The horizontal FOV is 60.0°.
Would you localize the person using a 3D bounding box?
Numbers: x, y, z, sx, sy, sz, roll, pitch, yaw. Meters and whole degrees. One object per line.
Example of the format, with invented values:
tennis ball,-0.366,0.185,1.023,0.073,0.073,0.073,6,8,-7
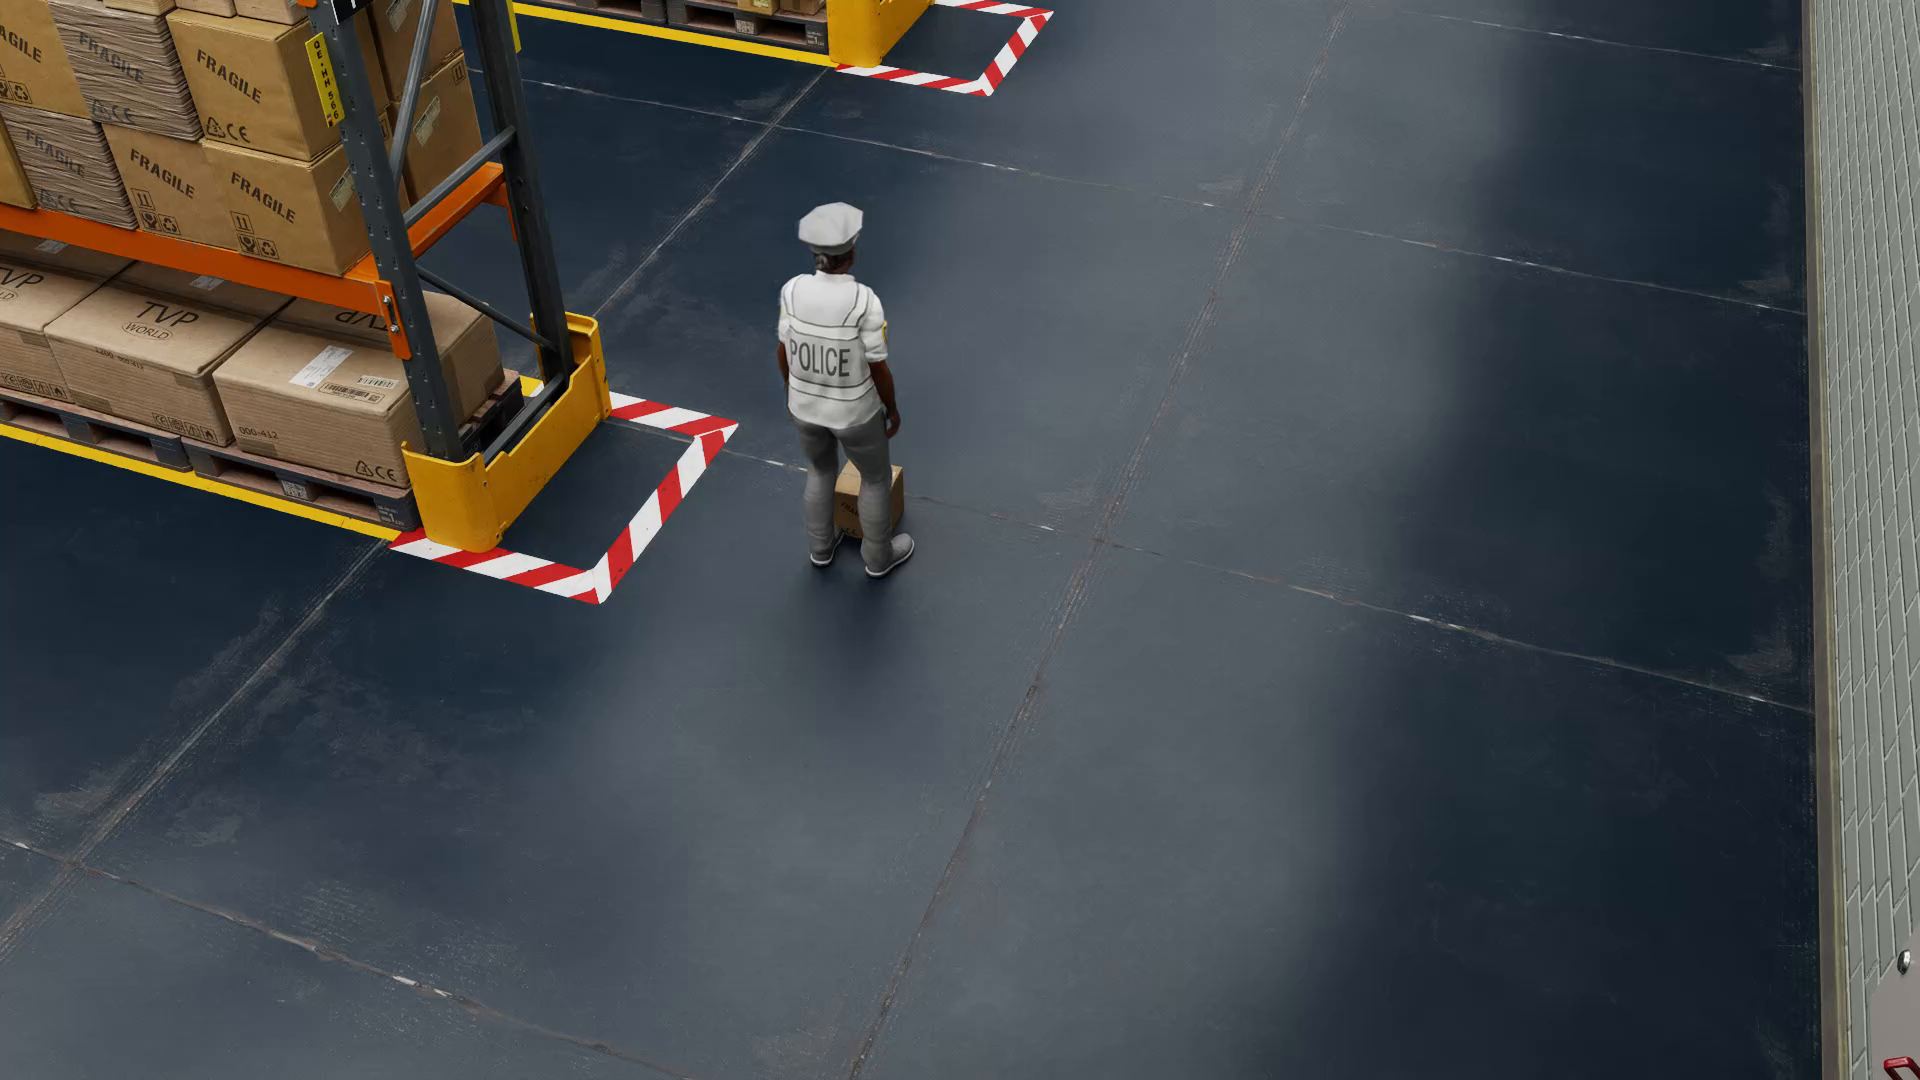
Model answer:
person,-0.480,-0.555,6.782,0.508,1.659,0.395,14,44,15
